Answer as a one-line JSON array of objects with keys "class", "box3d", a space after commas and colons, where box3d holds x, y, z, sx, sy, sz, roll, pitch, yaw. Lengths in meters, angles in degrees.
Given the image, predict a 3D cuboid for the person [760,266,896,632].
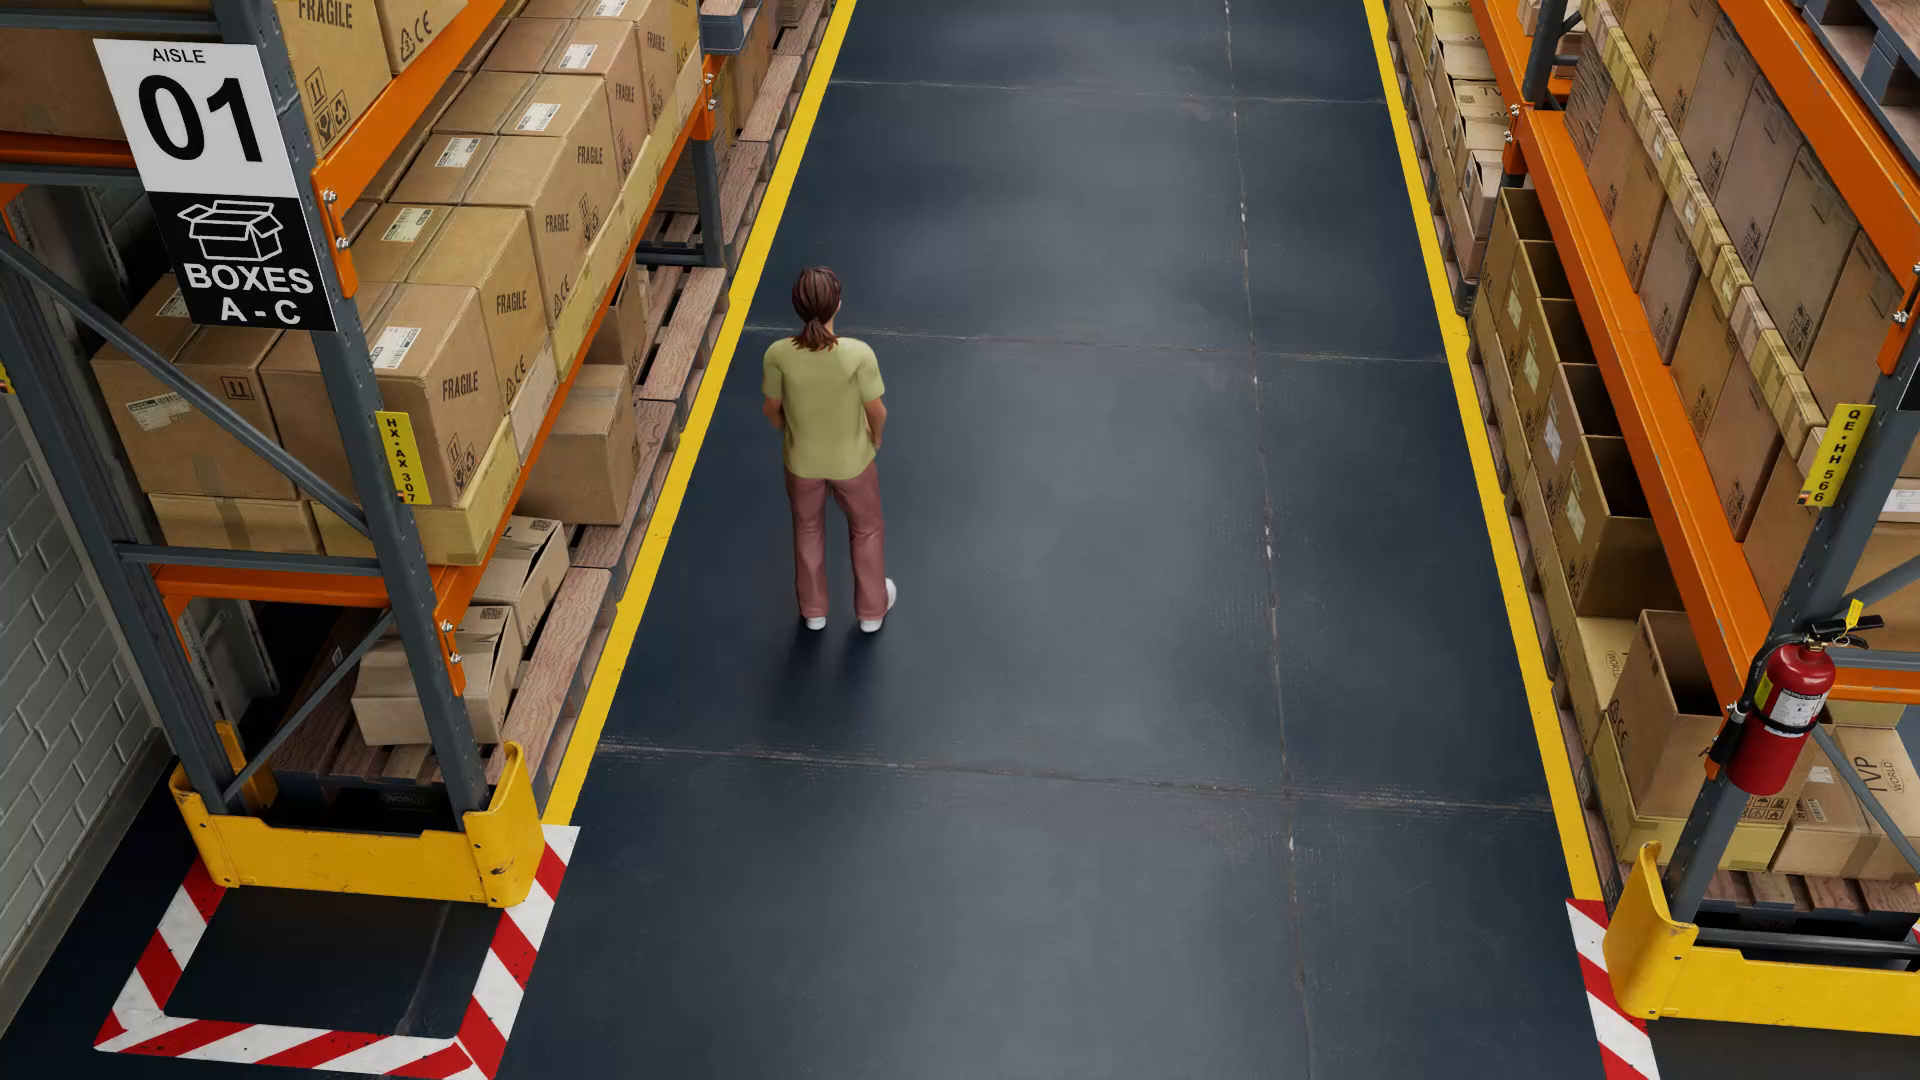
[{"class": "person", "box3d": [-0.515, -0.332, 6.547, 0.477, 1.676, 0.363, 2, 40, 3]}]
